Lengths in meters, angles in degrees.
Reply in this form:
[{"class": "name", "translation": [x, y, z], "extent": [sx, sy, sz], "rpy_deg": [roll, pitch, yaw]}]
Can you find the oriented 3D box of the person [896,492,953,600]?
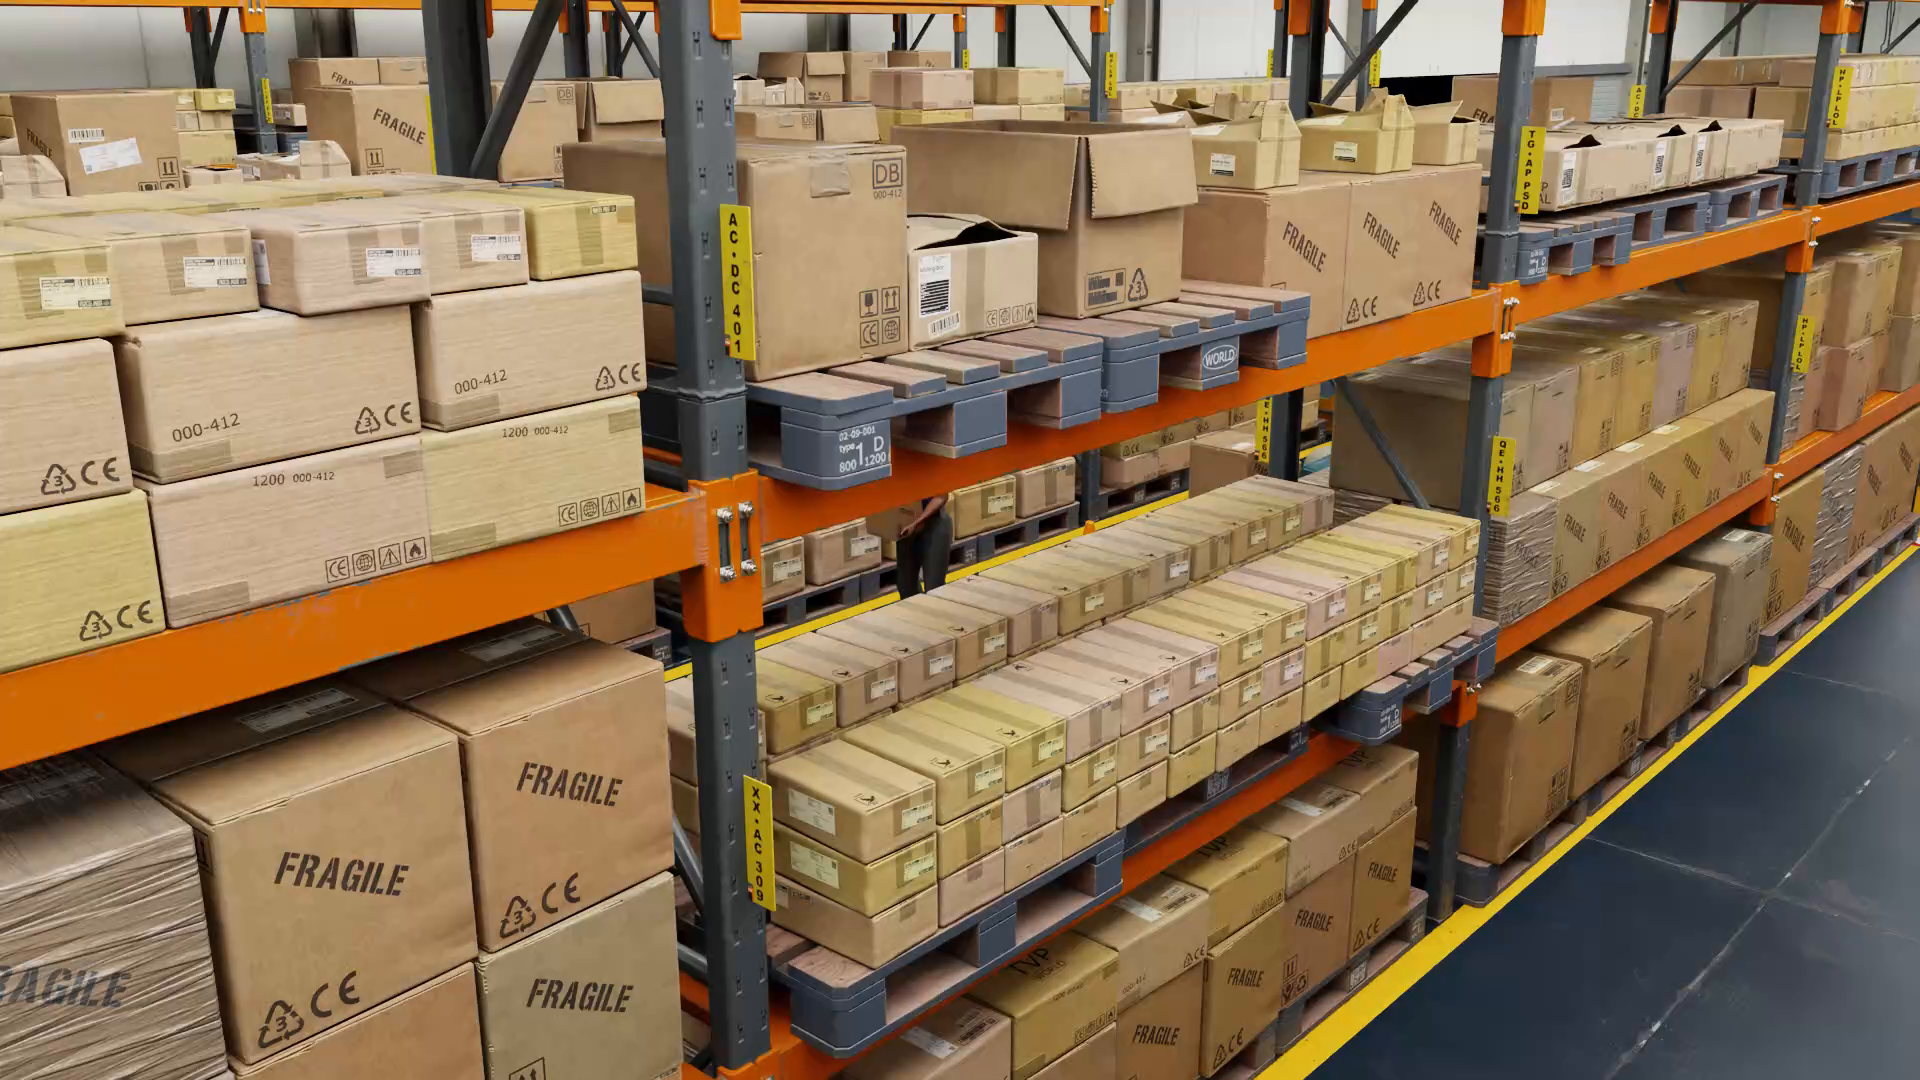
[{"class": "person", "translation": [-0.278, -0.042, 10.208], "extent": [0.451, 1.650, 0.518], "rpy_deg": [15, 23, 40]}]
